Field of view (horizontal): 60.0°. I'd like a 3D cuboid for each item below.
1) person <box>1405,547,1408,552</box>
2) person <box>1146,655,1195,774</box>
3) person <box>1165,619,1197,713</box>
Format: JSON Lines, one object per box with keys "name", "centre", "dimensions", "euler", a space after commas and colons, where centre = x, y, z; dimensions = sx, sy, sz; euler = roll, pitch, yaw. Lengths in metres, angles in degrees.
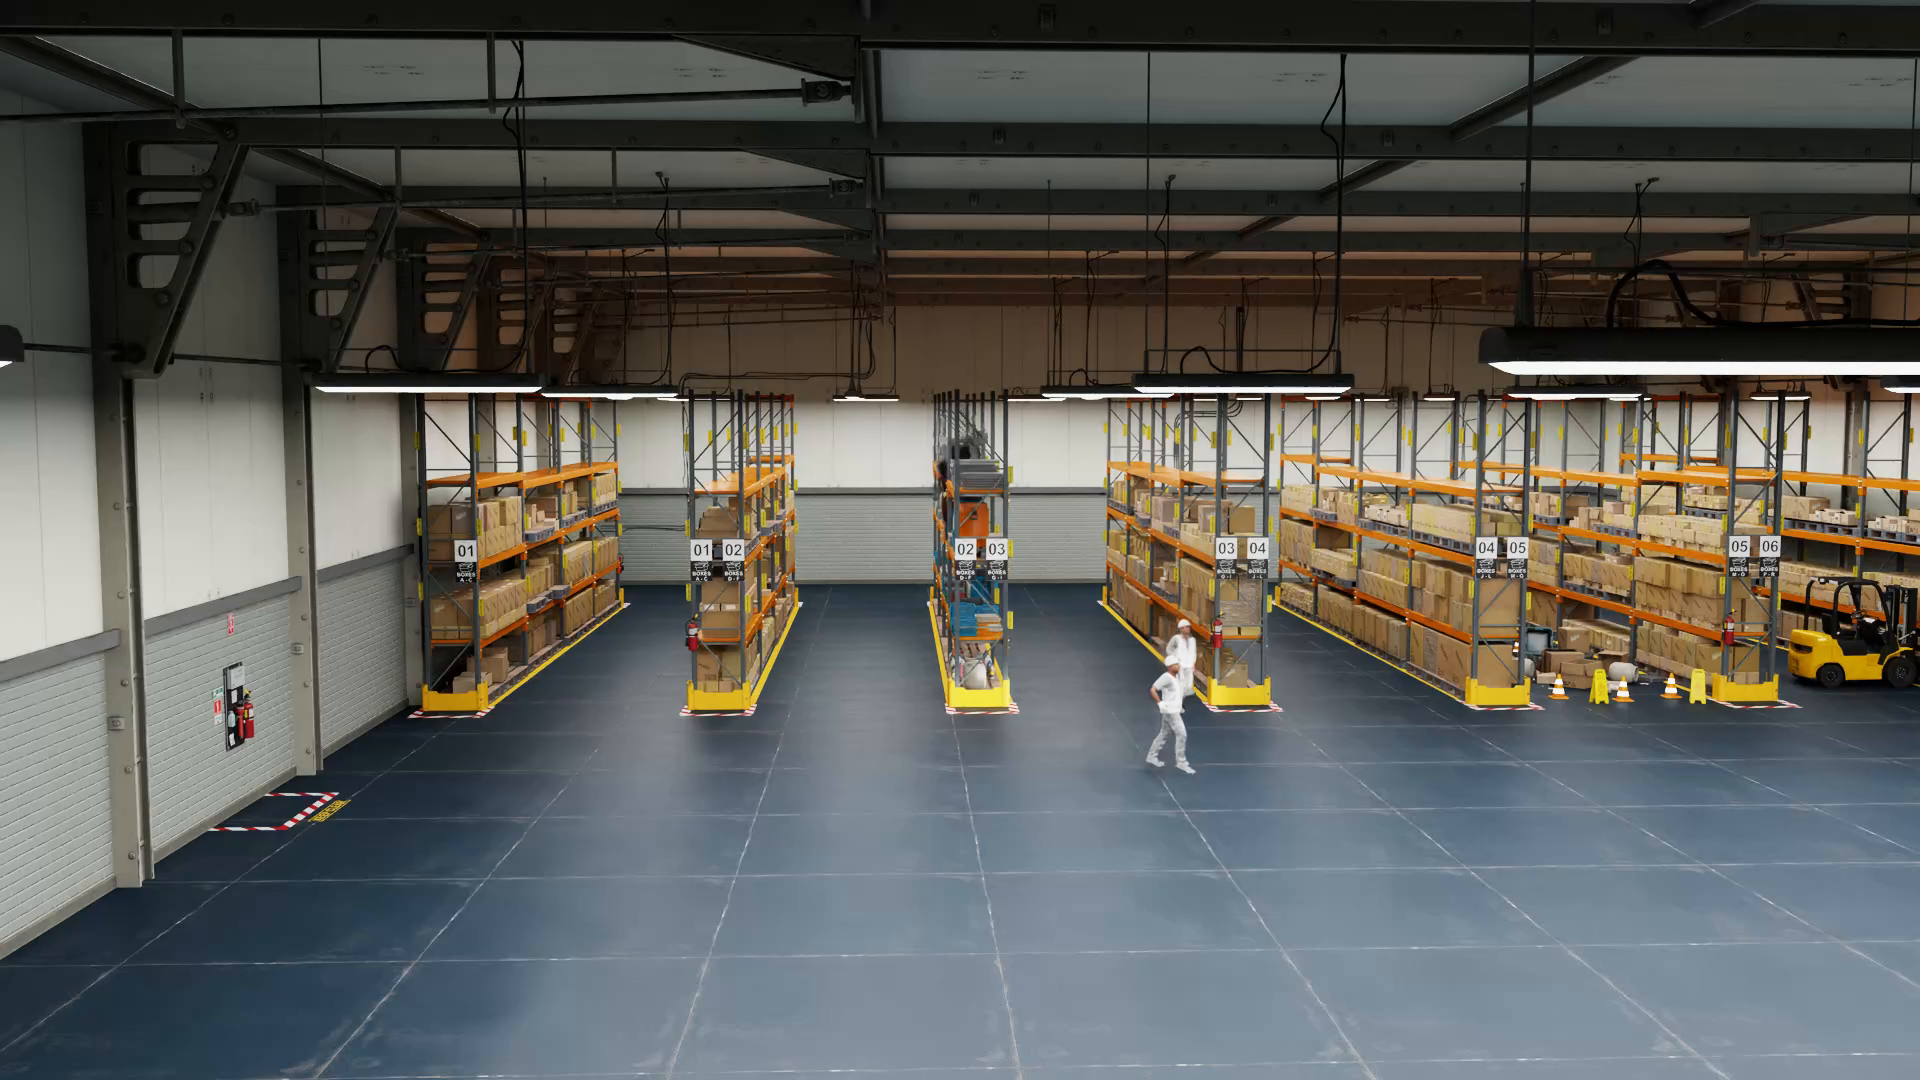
{"name": "person", "centre": [13.341, 0.907, 49.313], "dimensions": [0.552, 1.611, 0.564], "euler": [0, 5, -3]}
{"name": "person", "centre": [3.289, 2.704, 25.897], "dimensions": [0.793, 1.829, 0.681], "euler": [1, 5, 14]}
{"name": "person", "centre": [4.143, 2.341, 31.061], "dimensions": [0.678, 1.734, 0.590], "euler": [-2, 5, -25]}
